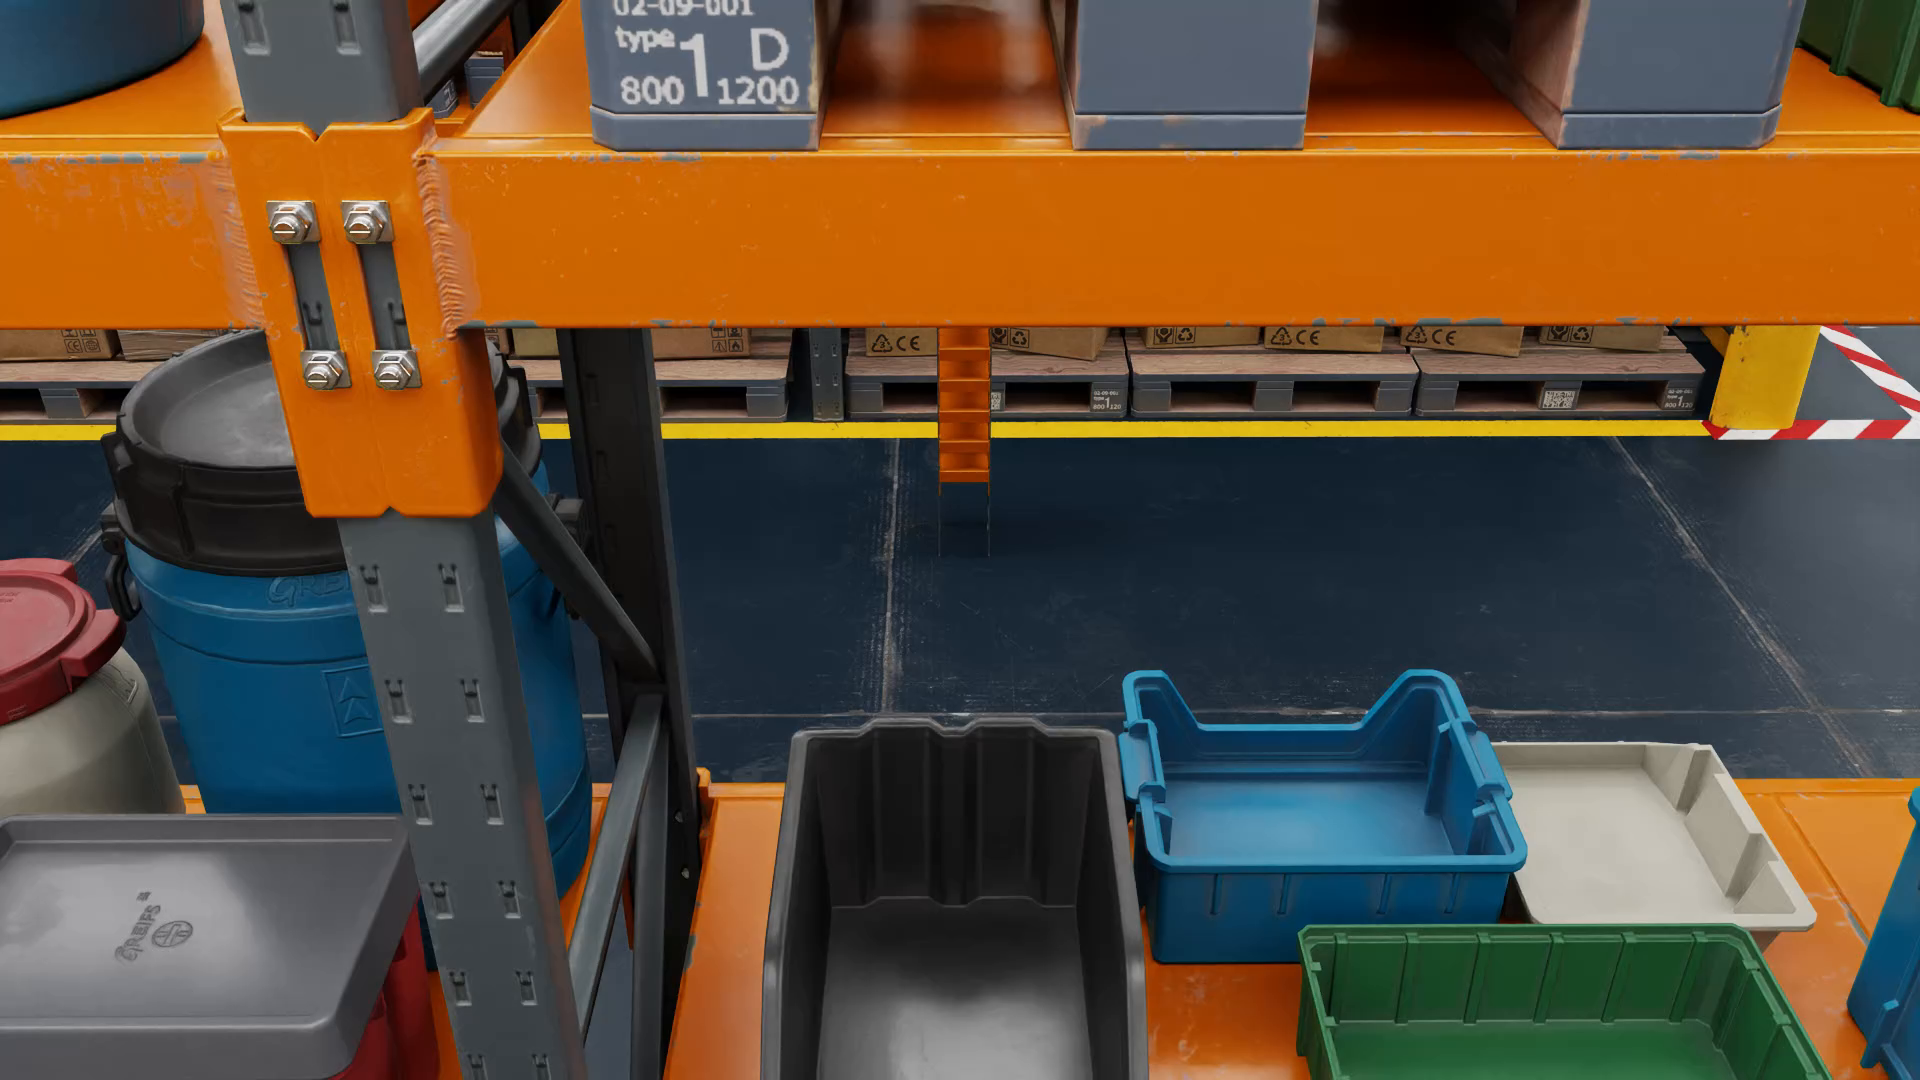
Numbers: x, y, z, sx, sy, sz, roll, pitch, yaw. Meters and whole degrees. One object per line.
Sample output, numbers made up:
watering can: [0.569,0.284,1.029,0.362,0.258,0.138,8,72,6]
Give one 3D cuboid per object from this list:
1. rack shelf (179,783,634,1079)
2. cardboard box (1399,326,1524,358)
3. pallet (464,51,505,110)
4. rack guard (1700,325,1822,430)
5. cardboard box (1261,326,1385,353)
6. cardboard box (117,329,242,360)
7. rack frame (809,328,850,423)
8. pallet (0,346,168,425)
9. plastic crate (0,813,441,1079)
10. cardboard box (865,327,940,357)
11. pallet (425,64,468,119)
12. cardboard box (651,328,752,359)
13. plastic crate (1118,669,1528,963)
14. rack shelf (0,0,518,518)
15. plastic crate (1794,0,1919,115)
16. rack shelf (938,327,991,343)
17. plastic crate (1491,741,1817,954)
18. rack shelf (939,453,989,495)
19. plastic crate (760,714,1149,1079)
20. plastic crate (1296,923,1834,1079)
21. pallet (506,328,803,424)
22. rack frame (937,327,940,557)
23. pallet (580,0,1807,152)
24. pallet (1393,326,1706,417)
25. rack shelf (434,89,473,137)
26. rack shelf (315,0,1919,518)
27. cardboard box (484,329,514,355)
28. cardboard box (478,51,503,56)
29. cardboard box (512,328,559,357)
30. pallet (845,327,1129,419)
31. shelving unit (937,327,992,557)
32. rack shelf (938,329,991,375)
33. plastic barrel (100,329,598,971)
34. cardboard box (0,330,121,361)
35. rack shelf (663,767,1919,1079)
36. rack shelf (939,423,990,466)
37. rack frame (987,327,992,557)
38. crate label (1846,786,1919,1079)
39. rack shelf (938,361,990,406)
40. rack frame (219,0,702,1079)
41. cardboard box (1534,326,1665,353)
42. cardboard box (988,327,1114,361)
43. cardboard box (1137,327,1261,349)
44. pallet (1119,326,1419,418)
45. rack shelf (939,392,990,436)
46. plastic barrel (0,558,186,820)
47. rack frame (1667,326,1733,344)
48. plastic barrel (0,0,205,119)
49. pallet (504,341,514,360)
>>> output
rack shelf: [-2.533,0.843,2.662,4.000,0.370,1.077,0,31,0]
cardboard box: [2.215,-1.150,7.259,0.500,0.500,0.500,8,32,13]
pallet: [-1.328,-2.031,6.890,1.213,0.211,1.003,0,31,0]
rack guard: [3.361,-0.983,7.389,0.348,0.500,1.175,0,31,0]
cardboard box: [1.589,-1.158,7.272,0.500,0.500,0.500,3,31,4]
cardboard box: [-3.338,-1.167,7.268,0.500,0.500,0.700,-3,31,-4]
rack frame: [-0.563,-2.040,6.720,0.127,3.000,1.000,0,31,0]
pallet: [-3.781,-0.837,7.425,1.213,0.211,1.003,0,31,0]
plastic crate: [-1.015,0.662,2.205,0.583,0.464,0.402,0,31,0]
cardboard box: [-0.162,-1.131,7.227,0.500,0.500,0.500,-1,31,-2]
pallet: [-2.583,-1.973,6.794,1.213,0.211,1.003,0,31,0]
cardboard box: [-1.177,-1.168,7.270,0.500,0.500,0.700,-2,31,-4]
plastic crate: [0.572,0.449,2.762,0.616,0.251,0.499,0,31,0]
rack shelf: [-2.533,-0.439,1.884,4.000,0.370,1.077,0,31,0]
plastic crate: [1.047,-0.526,1.538,0.450,0.188,0.336,0,31,0]
rack shelf: [0.014,-0.783,5.775,0.180,0.103,0.258,0,31,0]
plastic crate: [1.090,0.506,2.779,0.437,0.136,0.530,0,31,0]
rack shelf: [0.014,-0.270,6.086,0.180,0.103,0.258,0,31,0]
plastic crate: [-0.008,0.620,2.396,0.504,0.338,0.767,0,31,0]
plastic crate: [0.826,0.762,2.306,0.662,0.188,0.450,0,31,0]
pallet: [-1.341,-0.844,7.438,1.213,0.211,1.003,0,31,0]
rack frame: [-0.077,-0.513,5.938,0.006,1.200,0.240,0,31,0]
pallet: [0.188,-0.725,1.844,1.003,0.211,1.213,0,31,0]
pallet: [2.549,-0.876,7.490,1.213,0.211,1.003,0,31,0]
rack shelf: [-2.563,-1.726,6.896,4.000,0.370,1.077,0,31,0]
rack shelf: [1.467,-0.452,1.904,4.000,0.370,1.077,0,31,0]
cardboard box: [-2.213,-1.175,7.280,0.500,0.500,0.700,-3,31,-5]
cardboard box: [-1.358,-2.546,6.571,1.000,1.000,1.000,0,31,0]
cardboard box: [-1.654,-1.177,7.283,0.500,0.500,0.700,0,31,-1]
pallet: [0.109,-0.868,7.477,1.213,0.211,1.003,0,31,0]
shelving unit: [0.014,-0.513,5.939,0.189,1.200,0.258,0,31,0]
rack shelf: [0.014,-0.680,5.837,0.180,0.103,0.258,0,31,0]
plastic barrel: [-0.921,0.159,2.613,0.708,0.901,0.600,0,31,0]
cardboard box: [-3.893,-1.159,7.254,0.500,0.500,0.700,-2,31,-3]
rack shelf: [1.467,0.831,2.682,4.000,0.370,1.077,0,31,0]
rack shelf: [0.014,-0.372,6.024,0.180,0.103,0.258,0,31,0]
rack frame: [0.106,-0.513,5.939,0.006,1.200,0.240,0,31,0]
crate label: [1.628,0.648,2.256,0.616,0.435,0.502,0,31,0]
rack shelf: [0.014,-0.578,5.900,0.180,0.103,0.258,0,31,0]
rack frame: [-0.533,0.528,2.488,0.053,2.616,0.949,0,31,0]
cardboard box: [2.813,-1.170,7.291,0.500,0.500,0.500,5,32,9]
cardboard box: [0.410,-1.137,7.237,0.500,0.500,0.500,10,33,15]
cardboard box: [1.031,-1.179,7.307,0.500,0.500,0.500,-3,31,-5]
pallet: [1.332,-0.873,7.486,1.213,0.211,1.003,0,31,0]
rack shelf: [0.014,-0.475,5.962,0.180,0.103,0.258,0,31,0]
plastic barrel: [-1.491,0.361,2.633,0.433,0.535,0.433,0,31,0]
rack frame: [3.437,-2.052,6.741,0.127,3.000,1.000,0,31,0]
plastic barrel: [-1.040,-0.853,1.389,0.708,0.901,0.600,0,31,0]
pallet: [-2.564,-0.839,7.429,1.213,0.211,1.003,0,31,0]
